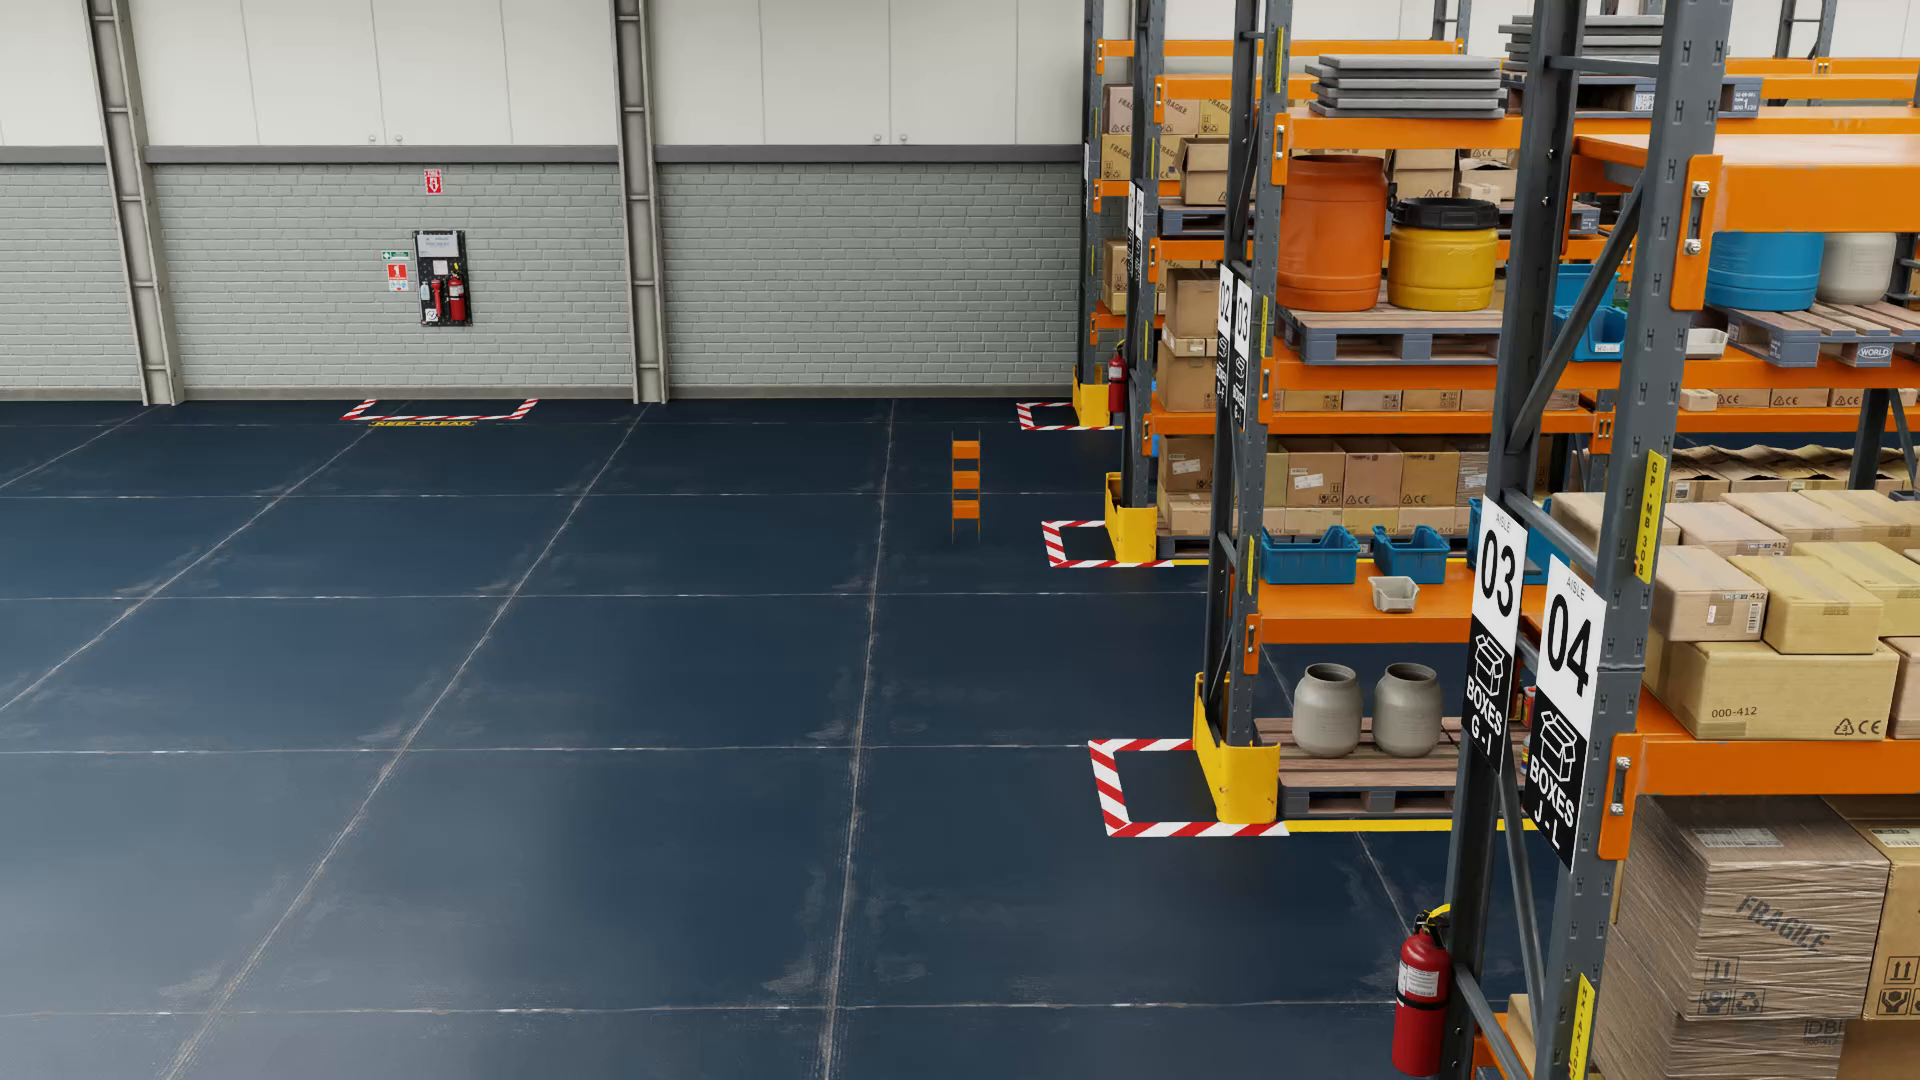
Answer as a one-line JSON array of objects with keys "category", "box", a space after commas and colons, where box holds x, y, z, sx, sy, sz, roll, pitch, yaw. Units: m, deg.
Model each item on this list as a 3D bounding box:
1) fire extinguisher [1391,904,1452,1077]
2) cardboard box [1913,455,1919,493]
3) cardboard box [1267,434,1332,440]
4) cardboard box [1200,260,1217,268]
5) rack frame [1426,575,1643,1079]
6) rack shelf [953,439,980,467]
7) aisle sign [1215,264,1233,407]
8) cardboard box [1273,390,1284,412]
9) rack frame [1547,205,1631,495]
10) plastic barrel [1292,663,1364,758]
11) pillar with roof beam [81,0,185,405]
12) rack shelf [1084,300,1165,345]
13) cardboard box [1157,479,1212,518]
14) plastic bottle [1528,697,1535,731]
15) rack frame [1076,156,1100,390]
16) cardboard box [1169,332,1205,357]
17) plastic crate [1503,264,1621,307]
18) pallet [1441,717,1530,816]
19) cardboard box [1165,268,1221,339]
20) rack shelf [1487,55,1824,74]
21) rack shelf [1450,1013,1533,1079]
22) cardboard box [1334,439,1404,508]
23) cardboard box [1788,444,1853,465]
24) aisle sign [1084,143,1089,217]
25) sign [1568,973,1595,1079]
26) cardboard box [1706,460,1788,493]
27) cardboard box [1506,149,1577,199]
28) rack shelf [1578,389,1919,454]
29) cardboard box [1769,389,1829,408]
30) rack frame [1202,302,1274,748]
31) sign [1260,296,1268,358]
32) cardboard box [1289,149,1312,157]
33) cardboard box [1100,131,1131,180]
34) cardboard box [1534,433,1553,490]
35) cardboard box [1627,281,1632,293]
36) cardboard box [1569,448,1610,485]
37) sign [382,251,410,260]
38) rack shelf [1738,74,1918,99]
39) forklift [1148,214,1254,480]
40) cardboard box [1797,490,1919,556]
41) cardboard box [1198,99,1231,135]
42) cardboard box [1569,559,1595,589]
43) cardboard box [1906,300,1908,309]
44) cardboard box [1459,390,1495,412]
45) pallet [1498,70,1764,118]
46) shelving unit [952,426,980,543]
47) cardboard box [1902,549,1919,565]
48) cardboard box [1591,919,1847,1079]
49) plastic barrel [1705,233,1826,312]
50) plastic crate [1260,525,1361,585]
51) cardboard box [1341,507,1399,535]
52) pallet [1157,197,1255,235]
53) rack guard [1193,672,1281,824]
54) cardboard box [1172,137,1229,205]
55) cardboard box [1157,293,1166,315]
[{"category": "fire extinguisher", "box": [1.601, 1.517, 5.736, 0.183, 0.674, 0.296, 0, 18, -1]}, {"category": "cardboard box", "box": [3.268, -0.320, 4.956, 0.500, 0.500, 0.500, 0, 18, -1]}, {"category": "cardboard box", "box": [3.101, -0.755, 15.281, 0.500, 0.500, 0.500, 0, 18, -1]}, {"category": "cardboard box", "box": [2.981, -3.123, 19.061, 0.500, 0.500, 0.500, -1, 18, -3]}, {"category": "rack frame", "box": [1.723, 1.621, 5.287, 0.127, 3.000, 1.000, 0, 18, -1]}, {"category": "rack shelf", "box": [0.053, -0.760, 15.007, 0.240, 0.259, 0.215, 0, 18, -1]}, {"category": "aisle sign", "box": [1.568, -1.220, 9.888, 0.004, 0.787, 0.394, 0, 18, -1]}, {"category": "cardboard box", "box": [2.562, -1.455, 14.711, 0.500, 0.500, 0.700, 0, 18, 1]}, {"category": "rack frame", "box": [5.569, -1.424, 14.779, 0.127, 3.000, 1.000, 0, 18, -1]}, {"category": "plastic barrel", "box": [2.301, 1.066, 10.401, 0.421, 0.512, 0.421, 0, 18, 0]}, {"category": "pillar with roof beam", "box": [-9.756, -4.669, 15.074, 0.400, 9.000, 9.100, 0, 18, -1]}, {"category": "rack shelf", "box": [3.488, -2.585, 19.575, 4.000, 0.370, 1.077, 0, 18, -1]}, {"category": "cardboard box", "box": [2.101, -0.388, 15.364, 0.500, 0.250, 0.500, 0, 18, -1]}, {"category": "plastic bottle", "box": [3.729, 1.089, 10.672, 0.133, 0.283, 0.061, 0, 18, -1]}, {"category": "rack frame", "box": [1.488, -2.918, 19.435, 0.127, 3.000, 1.000, 0, 18, -1]}, {"category": "cardboard box", "box": [1.966, -1.698, 14.405, 0.250, 0.149, 0.380, 0, 18, -1]}, {"category": "plastic crate", "box": [3.546, -1.414, 9.862, 0.575, 0.384, 0.392, 0, 18, -1]}, {"category": "pallet", "box": [3.749, 1.414, 10.497, 1.213, 0.211, 1.003, 0, 18, -1]}, {"category": "cardboard box", "box": [2.090, -2.069, 14.501, 0.500, 0.500, 0.700, 0, 18, -1]}, {"category": "rack shelf", "box": [7.487, -5.270, 18.780, 4.000, 0.370, 1.077, 0, 18, -1]}, {"category": "rack shelf", "box": [3.722, 1.954, 5.427, 4.000, 0.370, 1.077, 0, 18, -1]}, {"category": "cardboard box", "box": [3.610, -0.594, 14.777, 0.500, 0.500, 0.500, 0, 18, -1]}, {"category": "cardboard box", "box": [8.006, -0.682, 15.360, 0.500, 0.311, 0.500, -1, 18, -2]}, {"category": "aisle sign", "box": [1.421, -4.064, 18.751, 0.004, 0.787, 0.394, 0, 18, -1]}, {"category": "sign", "box": [1.731, 1.374, 4.638, 0.005, 0.325, 0.100, 0, 18, -1]}, {"category": "cardboard box", "box": [7.005, -0.512, 14.830, 0.500, 0.311, 0.500, -1, 18, -3]}, {"category": "cardboard box", "box": [5.062, -3.245, 14.464, 0.500, 0.500, 0.500, 1, 18, 4]}, {"category": "rack shelf", "box": [7.569, -1.091, 14.919, 4.000, 0.370, 1.077, 0, 18, -1]}, {"category": "cardboard box", "box": [7.365, -1.476, 14.775, 0.500, 0.500, 0.500, 0, 18, -1]}, {"category": "rack frame", "box": [1.644, 0.108, 10.003, 0.127, 3.000, 1.000, 0, 18, -1]}, {"category": "sign", "box": [1.649, -1.157, 9.019, 0.005, 0.325, 0.100, 0, 18, -1]}, {"category": "cardboard box", "box": [3.927, -4.332, 18.736, 0.500, 0.500, 0.500, -1, 18, -3]}, {"category": "cardboard box", "box": [1.826, -4.329, 18.726, 0.500, 0.500, 0.500, 0, 18, 1]}, {"category": "cardboard box", "box": [5.101, -0.765, 15.312, 0.500, 0.500, 0.500, 0, 18, -1]}, {"category": "cardboard box", "box": [7.772, -3.195, 19.417, 0.500, 0.500, 0.700, 0, 18, -1]}, {"category": "cardboard box", "box": [5.970, -0.671, 15.328, 0.500, 0.311, 0.500, 0, 18, -1]}, {"category": "sign", "box": [-6.846, -3.452, 20.173, 0.331, 0.109, 0.001, 0, 18, -1]}, {"category": "rack shelf", "box": [7.569, -3.757, 14.064, 4.000, 0.370, 1.077, 0, 18, -1]}, {"category": "forklift", "box": [3.374, -2.114, 17.043, 3.031, 2.935, 1.130, -1, 18, -2]}, {"category": "cardboard box", "box": [2.780, -0.031, 5.119, 0.250, 0.149, 0.380, 0, 18, -1]}, {"category": "cardboard box", "box": [2.892, -4.800, 18.558, 0.500, 0.500, 0.500, 0, 18, 1]}, {"category": "cardboard box", "box": [2.201, 0.184, 5.101, 0.500, 0.250, 0.500, 0, 18, 0]}, {"category": "cardboard box", "box": [10.848, -2.794, 19.427, 0.250, 0.149, 0.380, 0, 18, 0]}, {"category": "cardboard box", "box": [4.599, -1.463, 14.737, 0.500, 0.500, 0.700, 0, 18, -1]}, {"category": "pallet", "box": [3.597, -2.468, 9.177, 1.213, 0.211, 1.003, 0, 18, -1]}, {"category": "shelving unit", "box": [0.053, -0.500, 15.090, 0.252, 1.050, 0.215, 0, 18, -1]}, {"category": "cardboard box", "box": [2.786, 0.153, 4.544, 0.250, 0.149, 0.380, 0, 18, 1]}, {"category": "cardboard box", "box": [2.273, 1.437, 5.209, 0.500, 0.500, 0.875, 0, 18, -1]}, {"category": "plastic barrel", "box": [4.647, -1.806, 9.551, 0.708, 0.901, 0.600, 0, 18, -1]}, {"category": "plastic crate", "box": [2.140, 0.085, 10.318, 0.616, 0.251, 0.499, 0, 18, -1]}, {"category": "cardboard box", "box": [3.610, -0.237, 14.892, 0.500, 0.250, 0.500, 0, 18, -1]}, {"category": "pallet", "box": [2.277, -2.787, 14.260, 1.213, 0.211, 1.003, 0, 18, -1]}, {"category": "rack guard", "box": [1.720, 1.283, 10.431, 0.348, 0.500, 1.175, 0, 18, -1]}, {"category": "cardboard box", "box": [2.145, -3.151, 14.164, 0.637, 0.503, 0.797, 1, 18, 3]}, {"category": "cardboard box", "box": [2.500, -2.768, 19.182, 0.500, 0.250, 0.500, -1, 18, -3]}]
